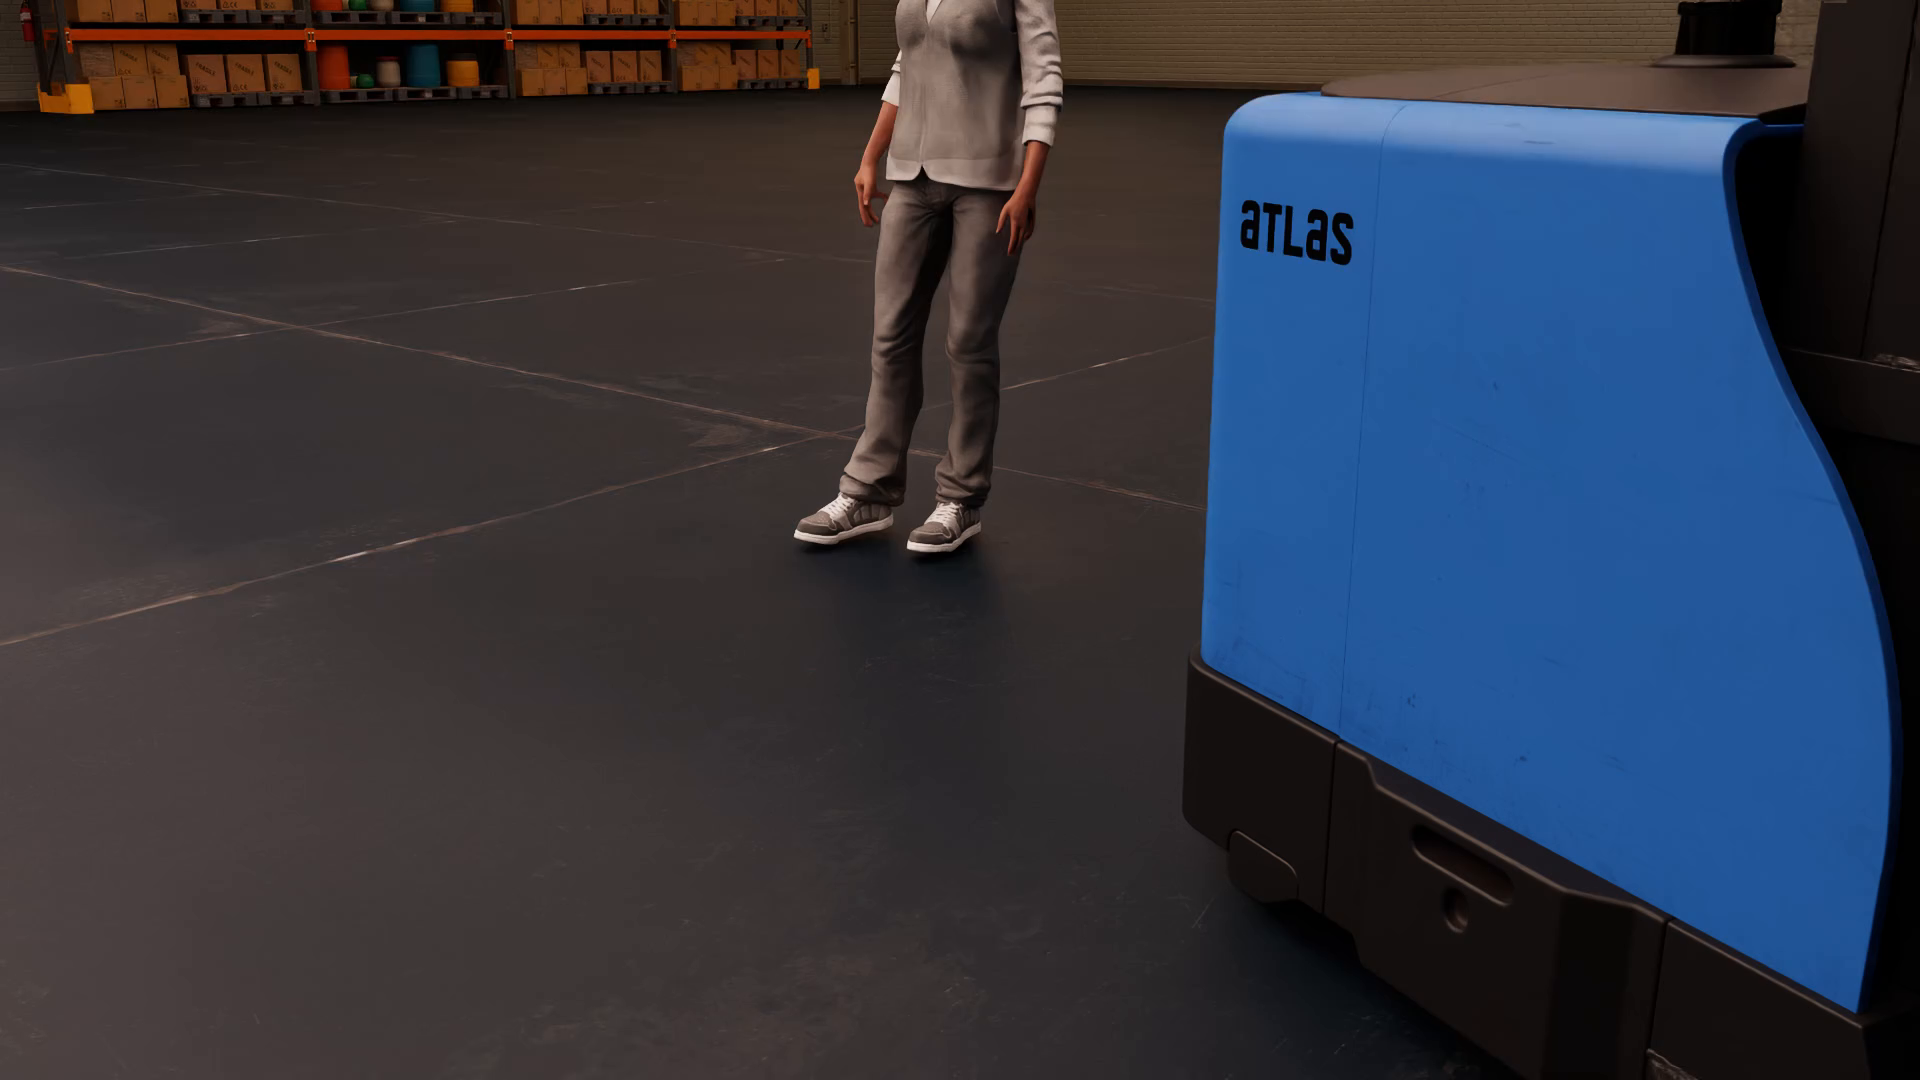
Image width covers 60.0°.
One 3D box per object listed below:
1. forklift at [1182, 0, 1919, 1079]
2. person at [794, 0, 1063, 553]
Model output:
[{"bbox_3d":[1.462,-0.636,0.992,1.130,2.935,3.031,-9,19,-27],"label":"forklift"},{"bbox_3d":[-0.058,-0.758,3.662,0.519,1.598,0.474,13,21,37],"label":"person"}]
